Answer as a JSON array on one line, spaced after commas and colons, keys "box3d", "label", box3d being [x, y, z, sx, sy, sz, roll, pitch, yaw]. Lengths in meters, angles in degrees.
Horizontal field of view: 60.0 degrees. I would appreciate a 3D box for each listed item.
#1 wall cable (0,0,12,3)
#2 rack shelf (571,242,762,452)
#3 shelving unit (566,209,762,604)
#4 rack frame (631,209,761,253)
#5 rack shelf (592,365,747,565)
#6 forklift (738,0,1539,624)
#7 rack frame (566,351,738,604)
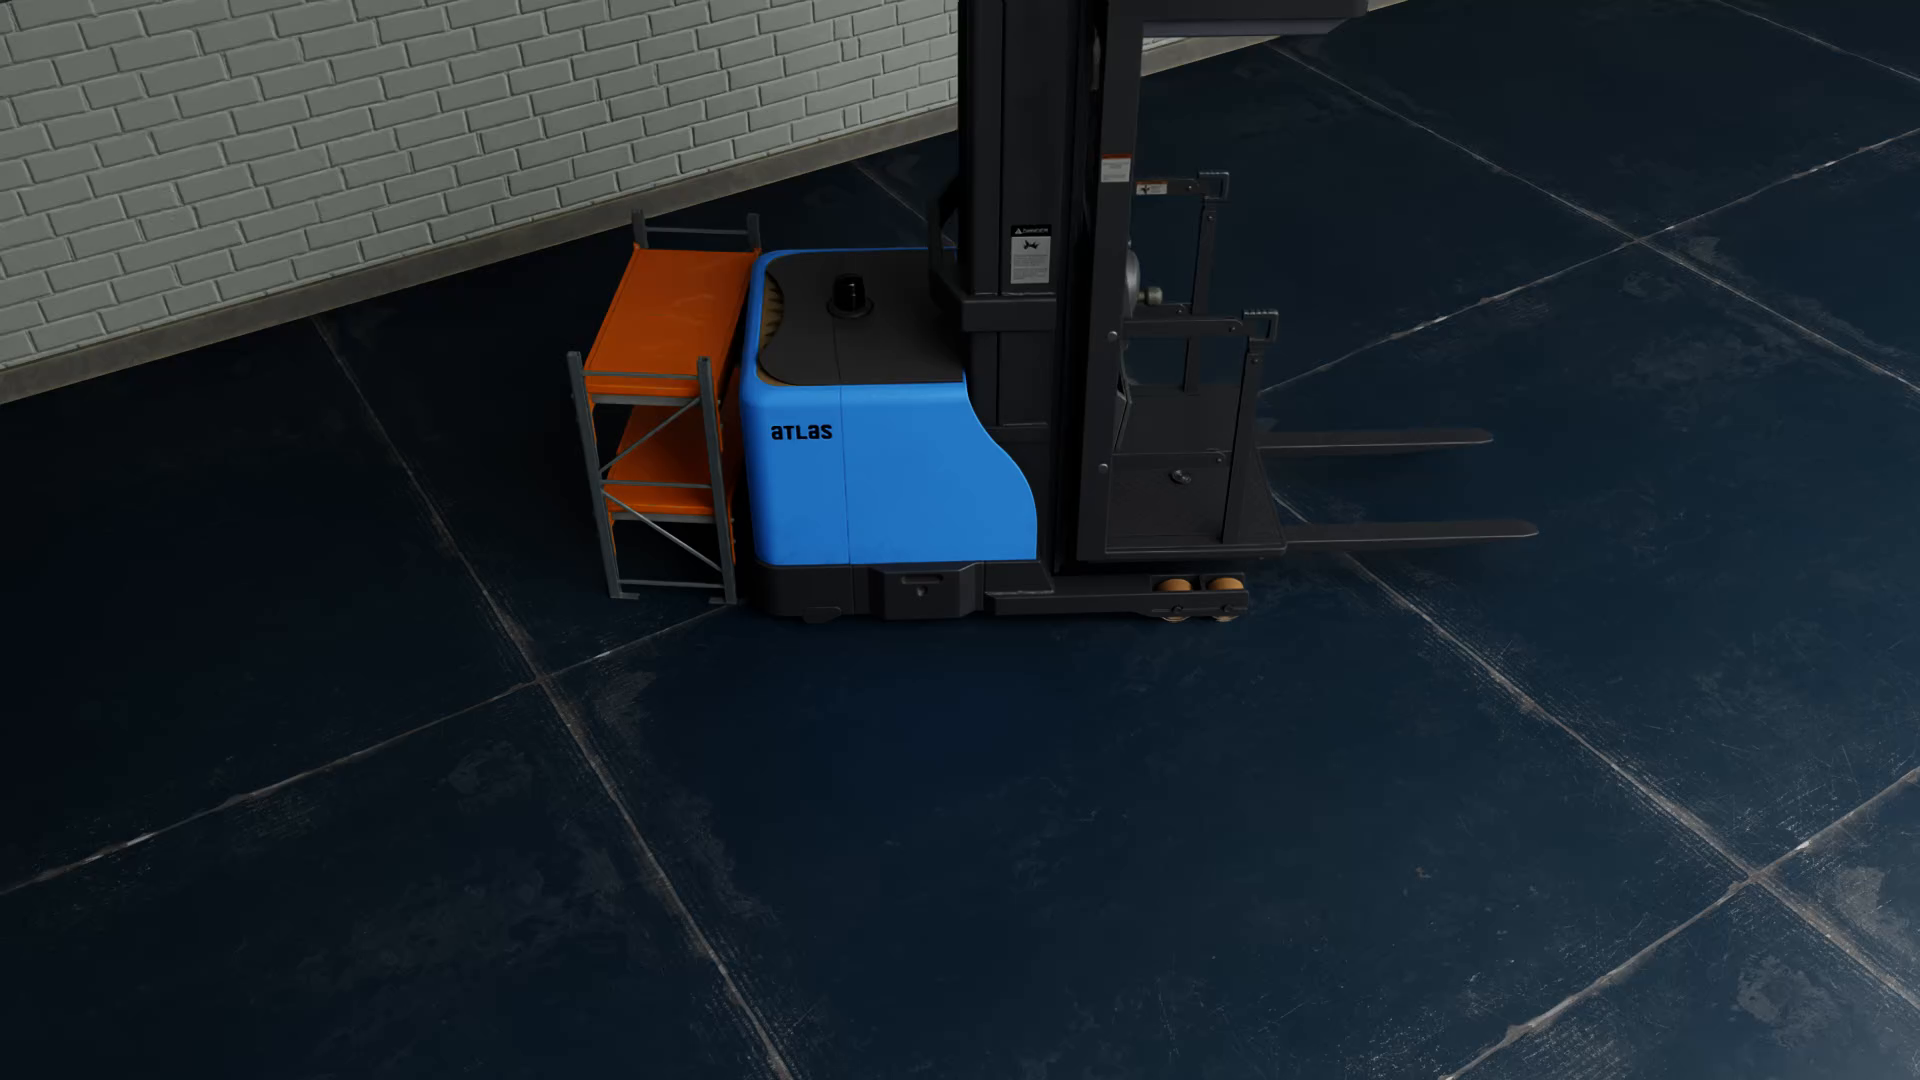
[{"box3d": [-4.812, -2.652, 5.329, 3.097, 2.526, 0.112, -22, 45, -24], "label": "wall cable"}, {"box3d": [-1.079, -0.753, 6.318, 0.538, 0.278, 1.000, 3, 40, 3], "label": "rack shelf"}, {"box3d": [-1.079, -0.528, 6.505, 0.538, 1.125, 1.048, 3, 40, 3], "label": "shelving unit"}, {"box3d": [-1.043, -0.853, 6.895, 0.500, 1.125, 0.032, 3, 40, 3], "label": "rack frame"}, {"box3d": [-1.079, -0.340, 6.662, 0.538, 0.278, 1.000, 3, 40, 3], "label": "rack shelf"}, {"box3d": [0.715, -1.154, 5.845, 3.031, 2.935, 1.130, -2, 40, -2], "label": "forklift"}, {"box3d": [-1.114, -0.203, 6.115, 0.500, 1.125, 0.032, 3, 40, 3], "label": "rack frame"}]
